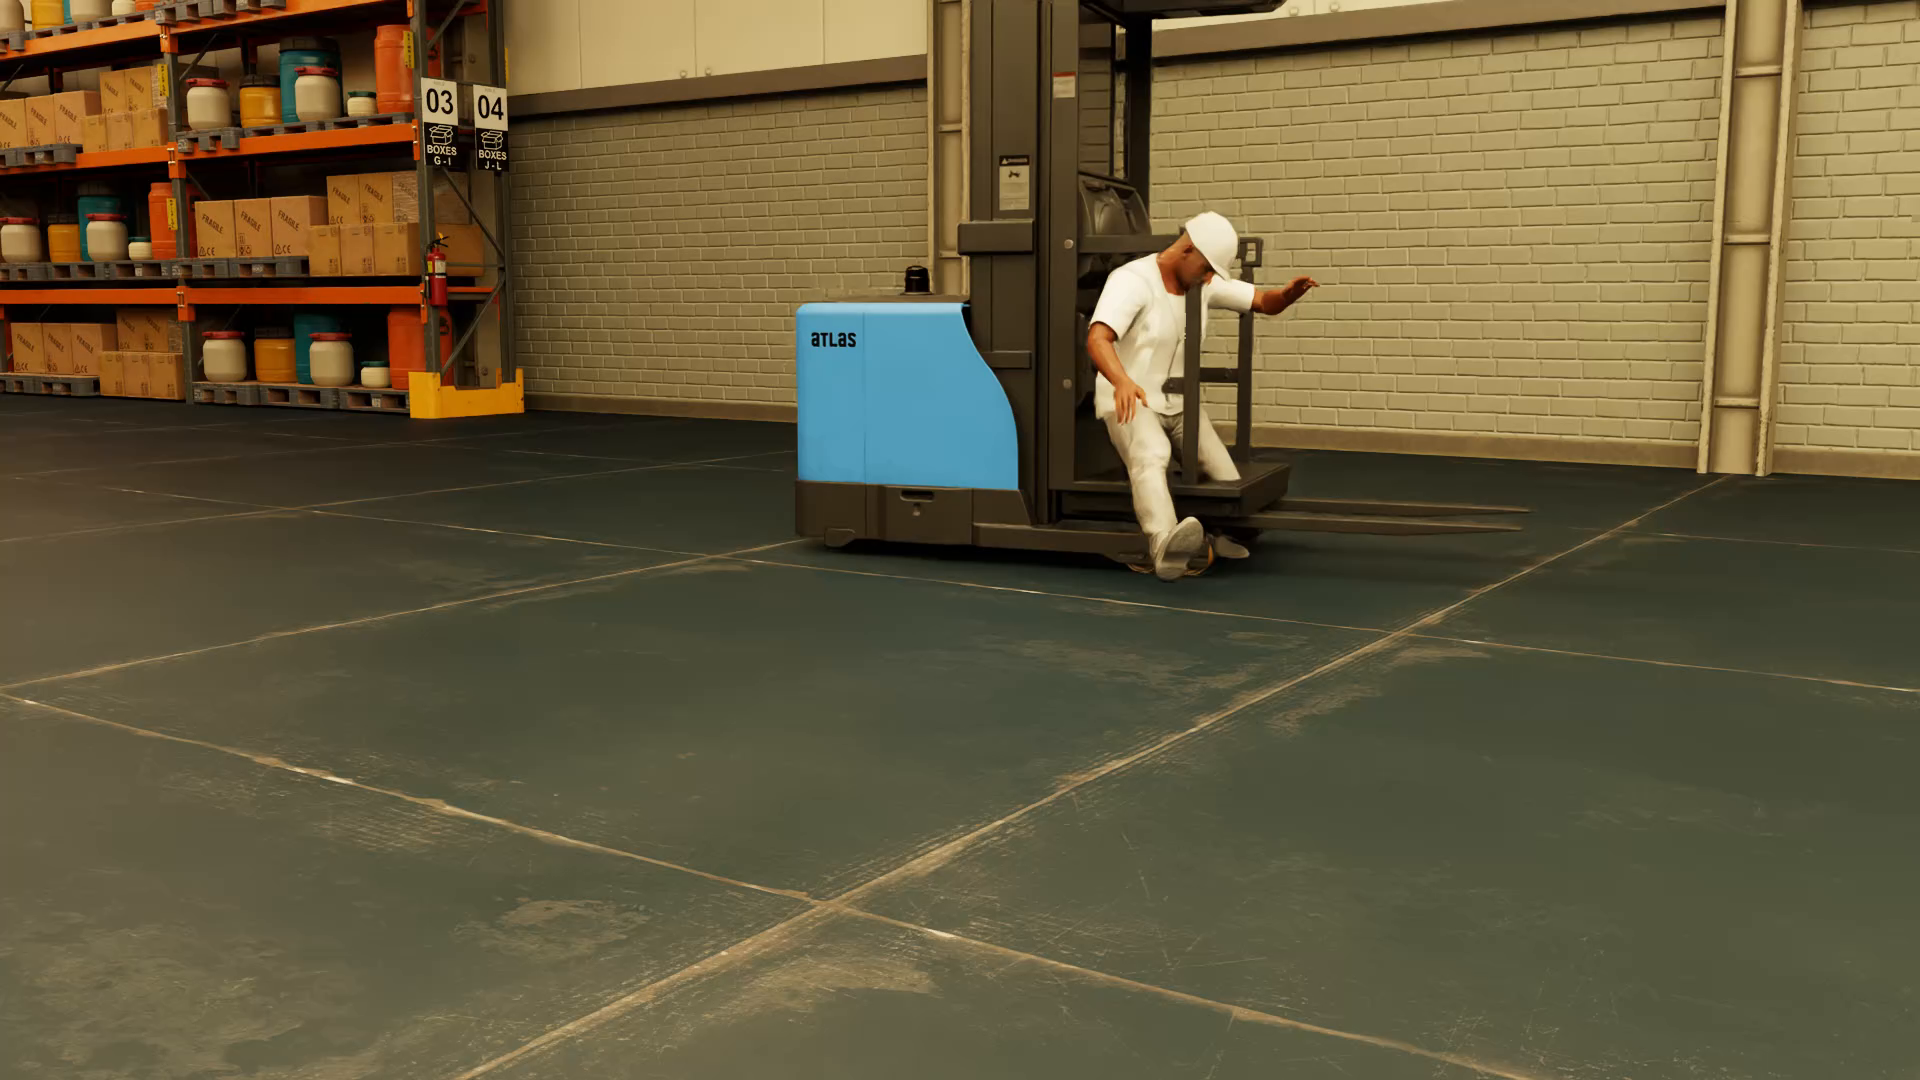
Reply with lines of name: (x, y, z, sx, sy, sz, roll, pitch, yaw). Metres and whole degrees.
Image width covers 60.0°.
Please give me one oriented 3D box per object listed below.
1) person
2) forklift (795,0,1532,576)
person: (0.939, -0.547, 6.482, 1.059, 1.439, 1.121, -5, 9, -30)
forklift: (0.846, -1.392, 6.982, 3.031, 2.935, 1.130, 3, 9, 21)
